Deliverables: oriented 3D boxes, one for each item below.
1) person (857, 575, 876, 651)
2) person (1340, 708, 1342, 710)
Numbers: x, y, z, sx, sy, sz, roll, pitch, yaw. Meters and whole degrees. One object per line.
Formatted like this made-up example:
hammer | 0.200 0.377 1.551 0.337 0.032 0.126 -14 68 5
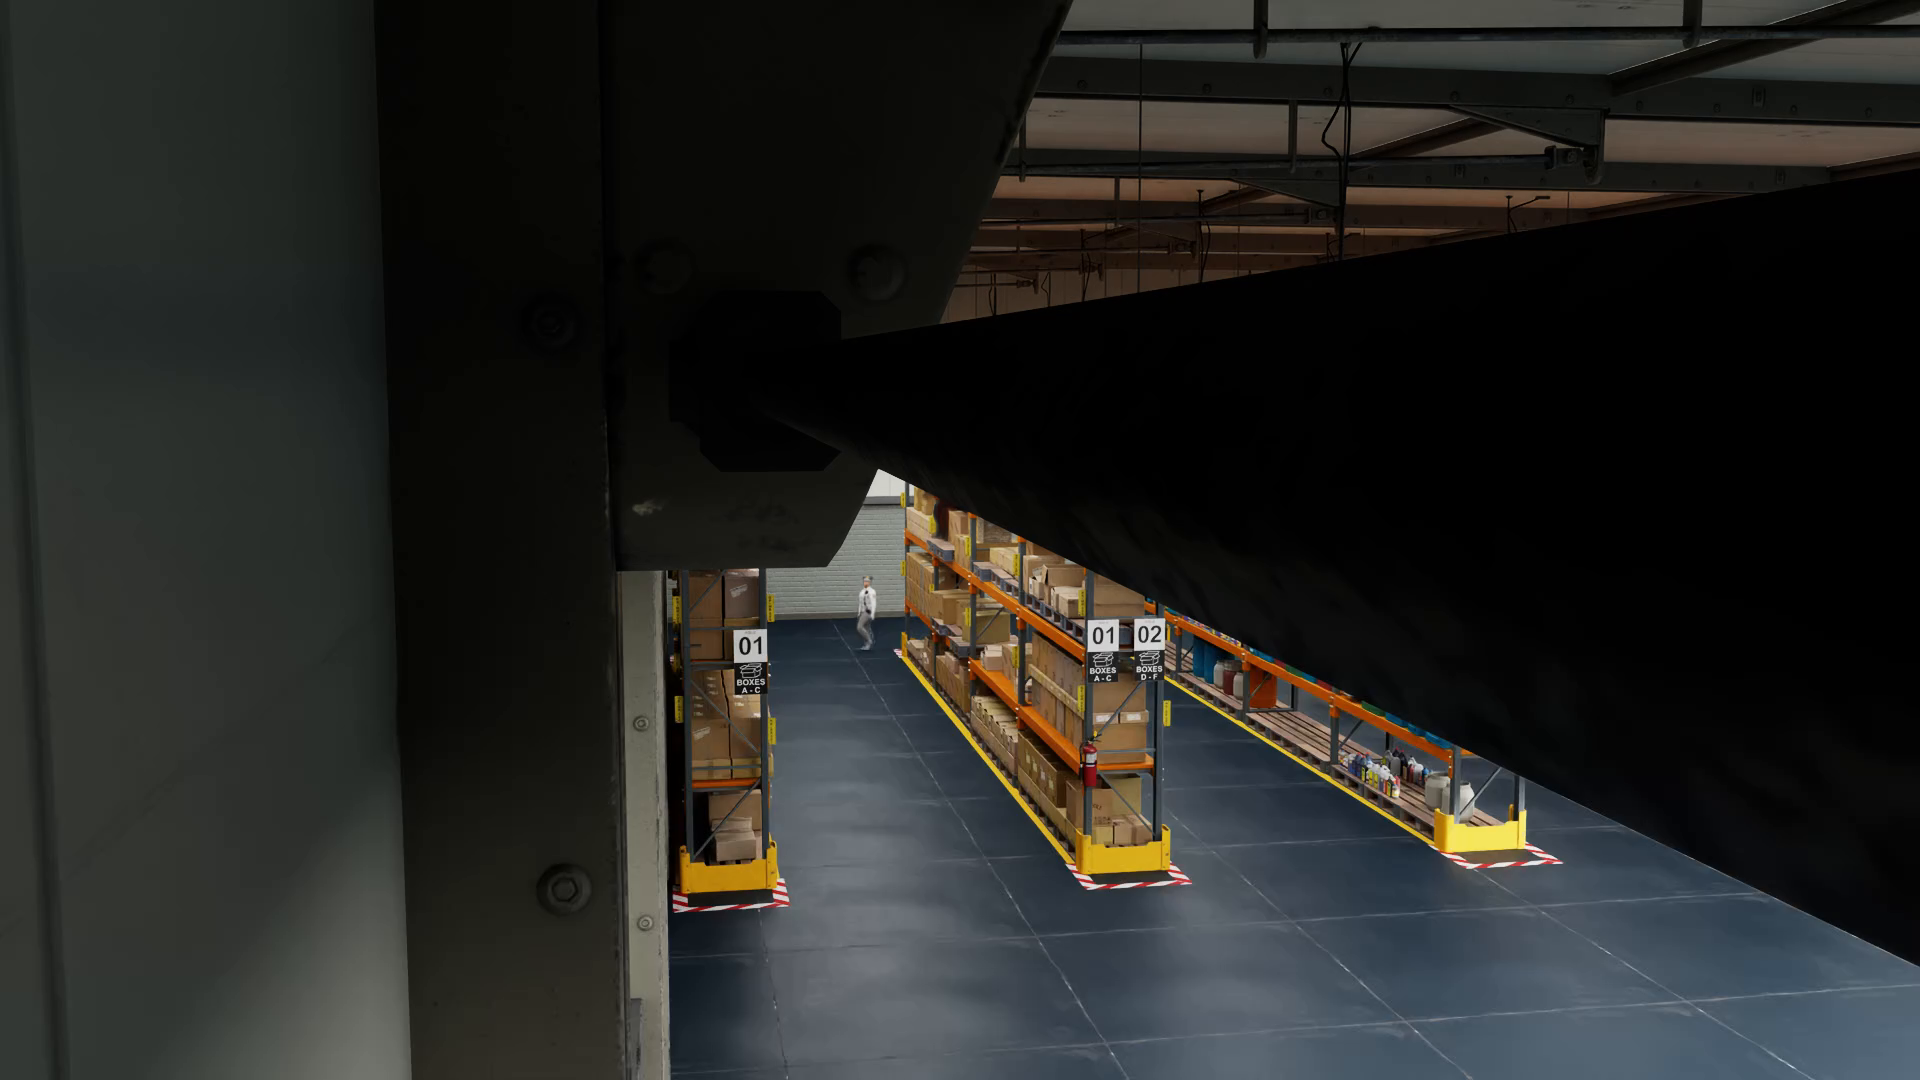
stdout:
person | -2.110 1.636 37.208 0.442 1.697 0.505 -1 6 -12
person | 7.216 2.270 30.613 0.412 1.771 0.618 -4 7 -36
